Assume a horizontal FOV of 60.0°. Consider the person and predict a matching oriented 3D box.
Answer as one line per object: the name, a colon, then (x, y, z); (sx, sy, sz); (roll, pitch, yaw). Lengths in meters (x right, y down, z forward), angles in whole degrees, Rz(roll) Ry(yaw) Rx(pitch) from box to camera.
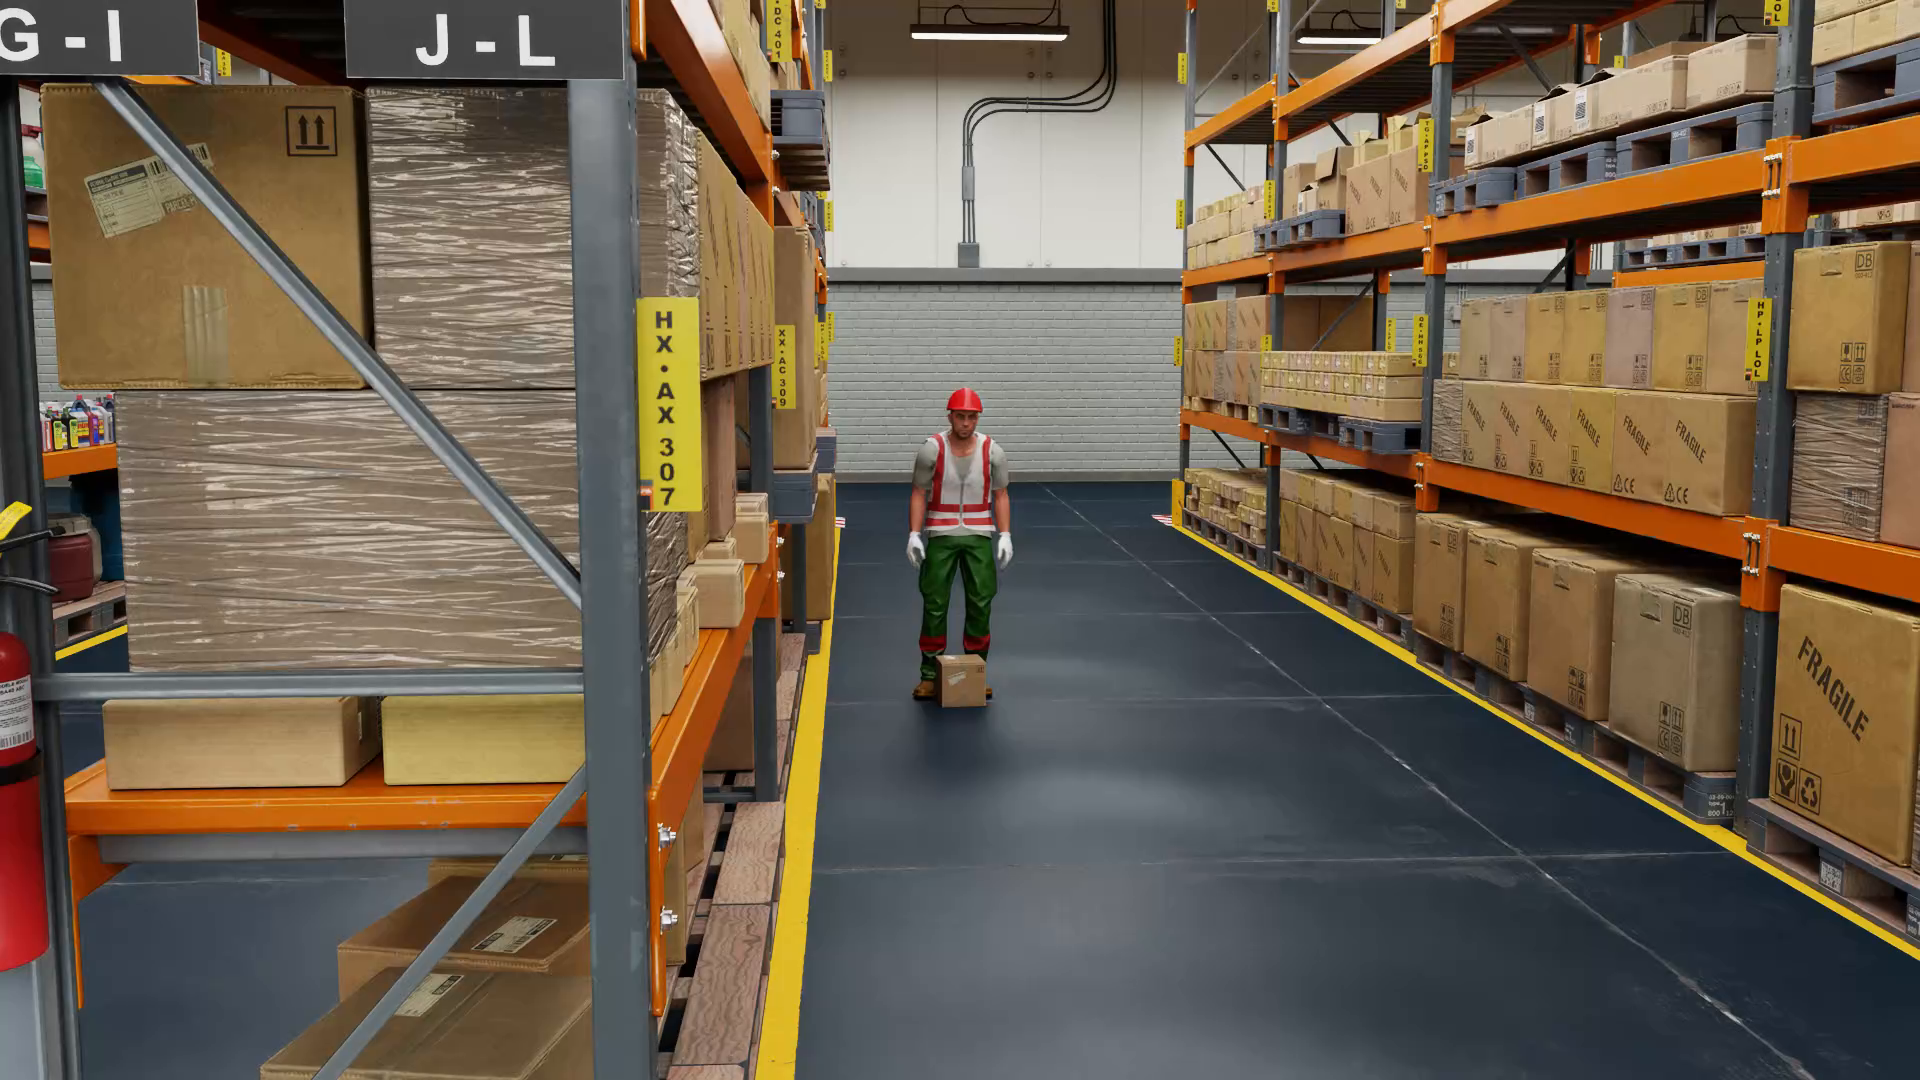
person: (0.000, 0.014, 9.561); (0.619, 1.779, 0.455); (-1, 7, -5)
